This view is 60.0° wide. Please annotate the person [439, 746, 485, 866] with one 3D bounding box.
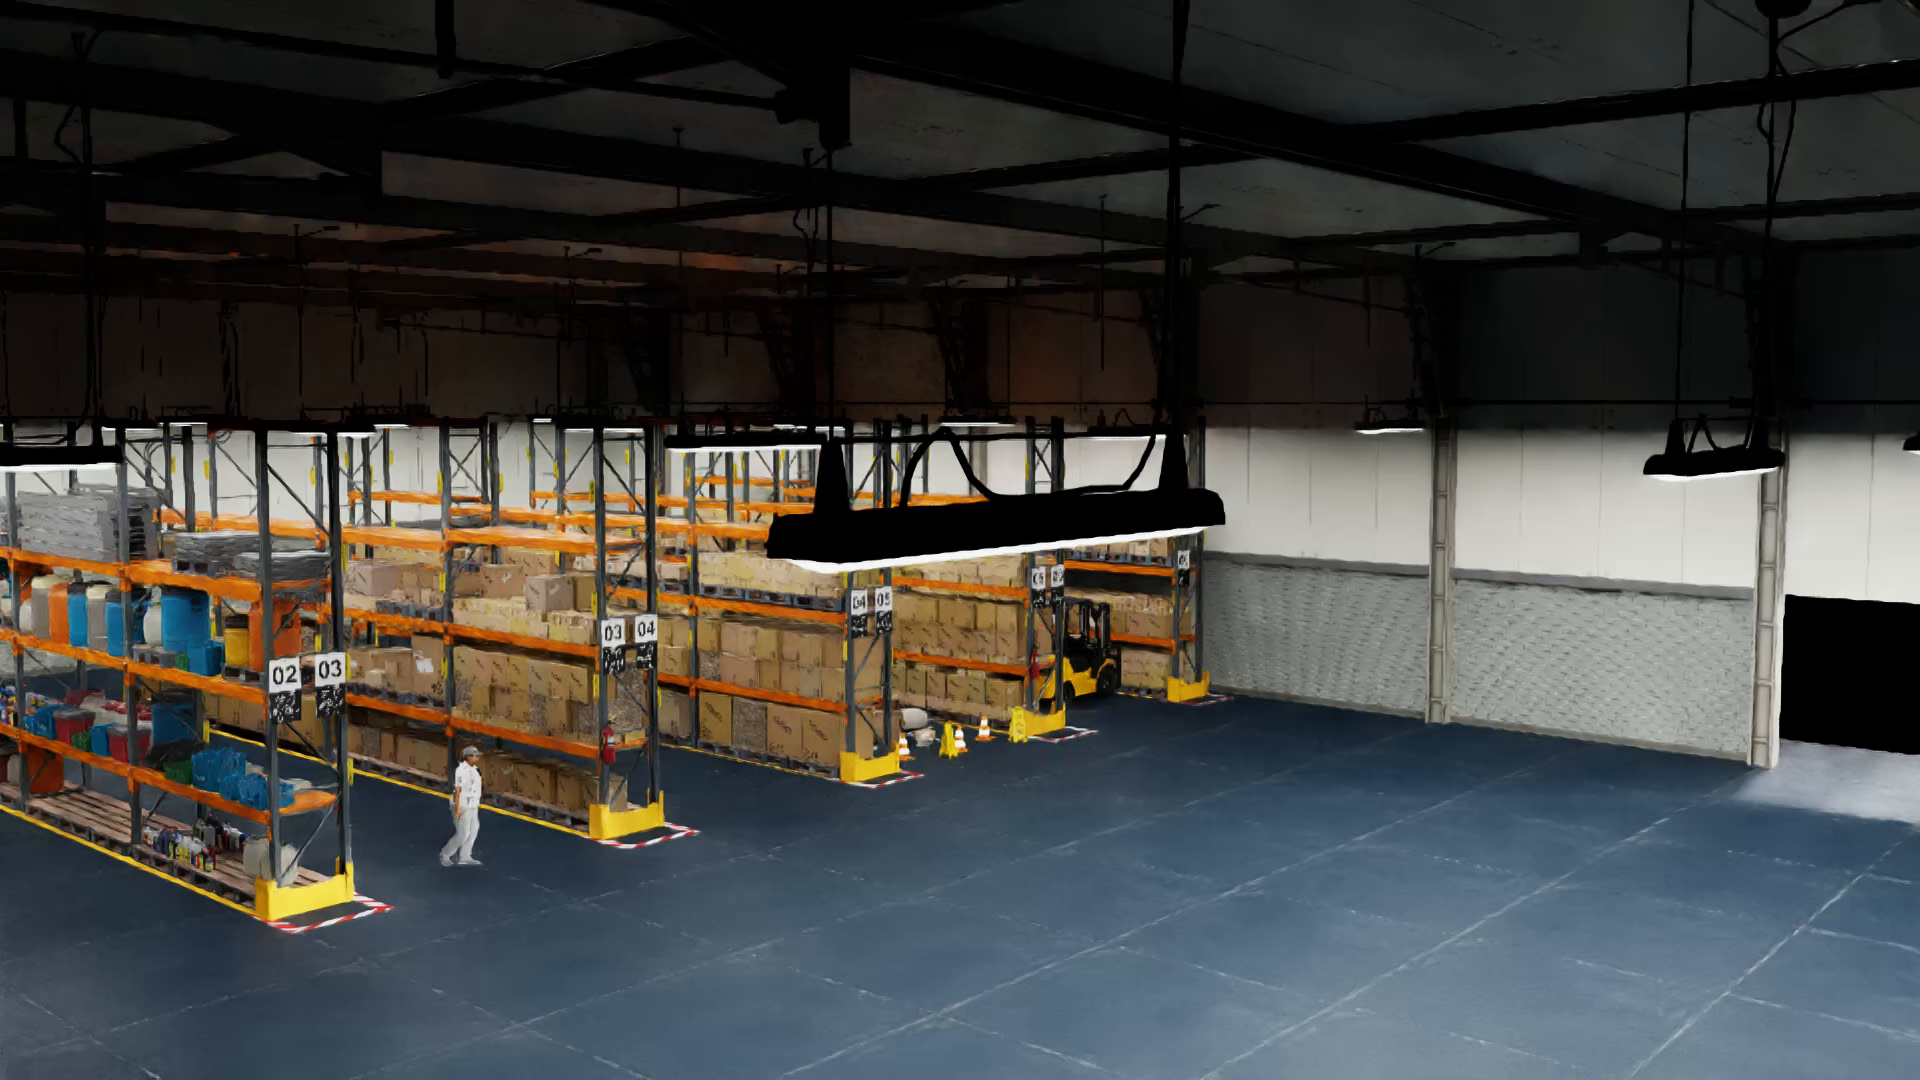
[{"bbox_3d":[-6.801,3.630,22.670,0.589,1.646,0.547,0,5,5],"label":"person"}]
